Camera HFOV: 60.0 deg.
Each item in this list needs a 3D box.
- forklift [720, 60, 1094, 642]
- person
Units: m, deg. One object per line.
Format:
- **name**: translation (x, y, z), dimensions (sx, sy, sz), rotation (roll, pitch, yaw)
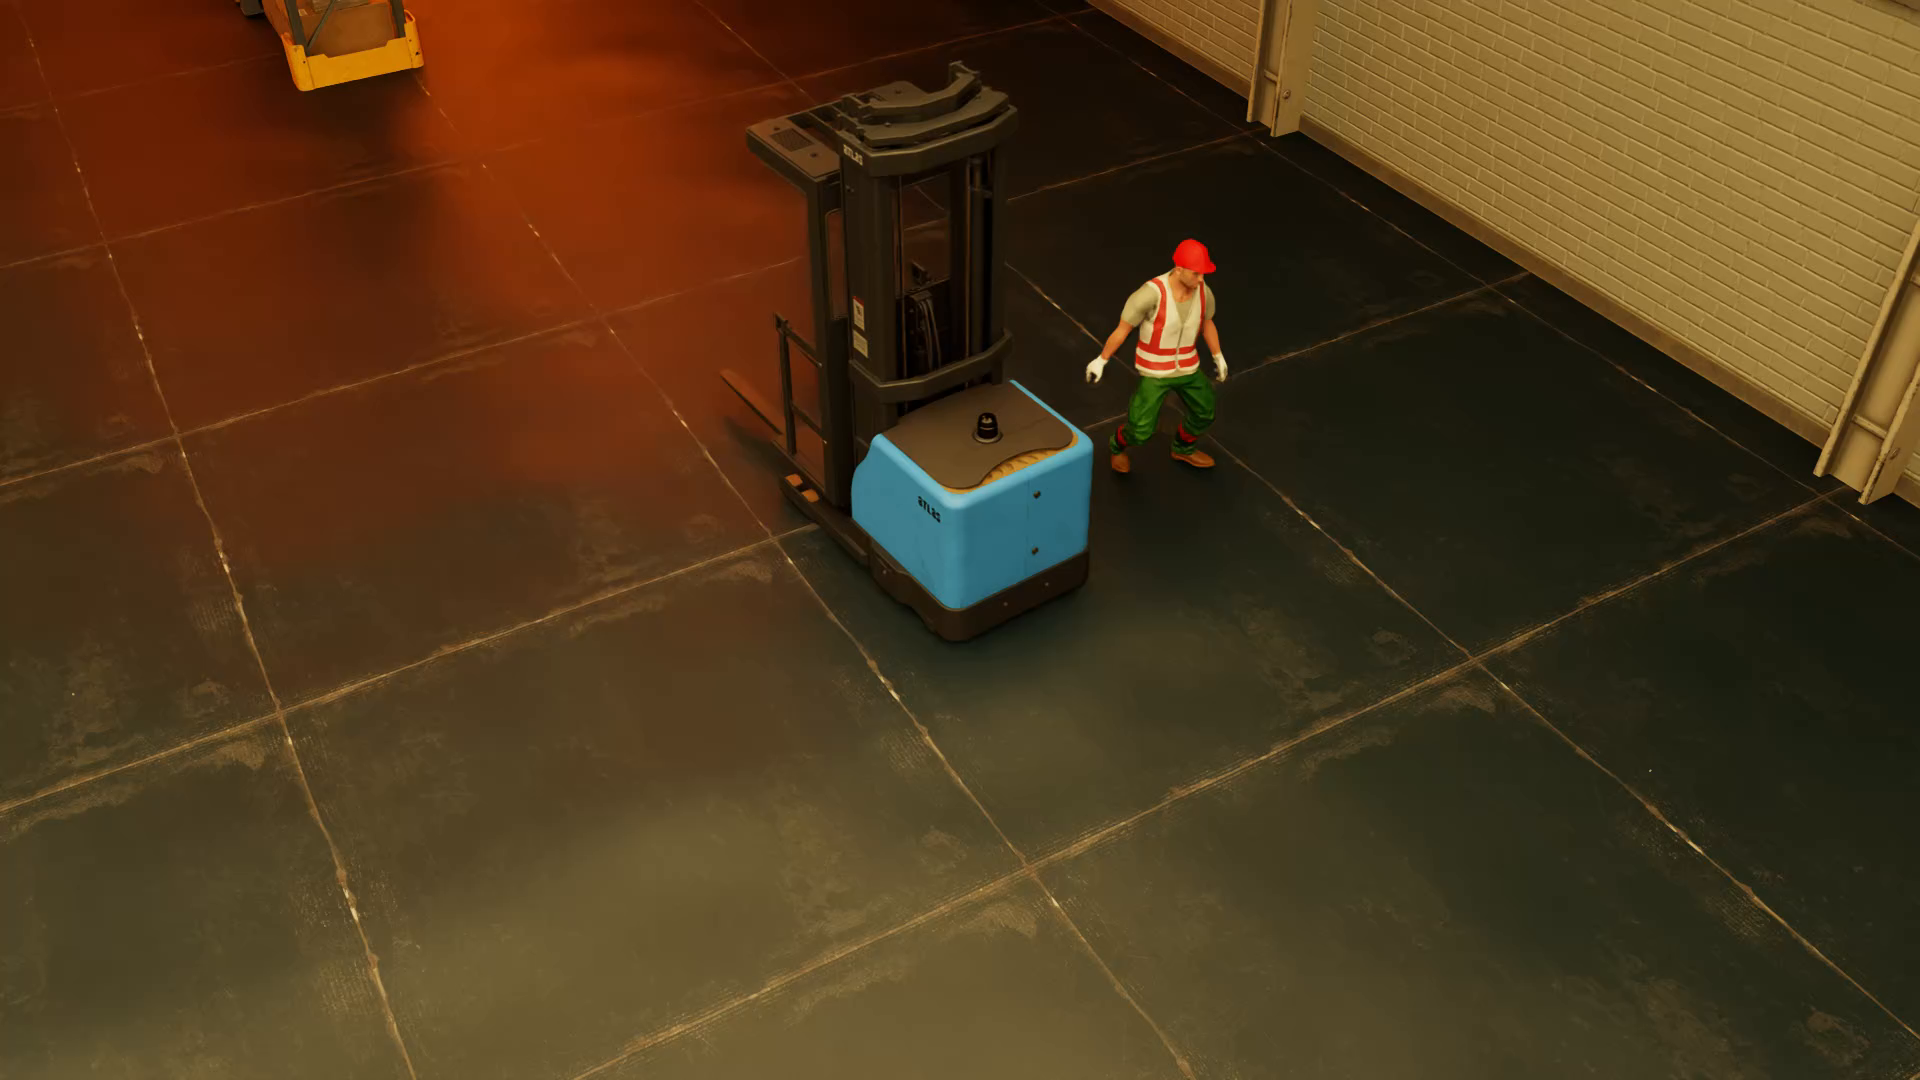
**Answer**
- **forklift**: translation (-0.494, -1.445, 9.778), dimensions (1.130, 2.935, 3.031), rotation (-24, 46, -26)
- **person**: translation (1.234, -1.107, 10.320), dimensions (0.911, 1.705, 0.484), rotation (-12, 41, -14)
